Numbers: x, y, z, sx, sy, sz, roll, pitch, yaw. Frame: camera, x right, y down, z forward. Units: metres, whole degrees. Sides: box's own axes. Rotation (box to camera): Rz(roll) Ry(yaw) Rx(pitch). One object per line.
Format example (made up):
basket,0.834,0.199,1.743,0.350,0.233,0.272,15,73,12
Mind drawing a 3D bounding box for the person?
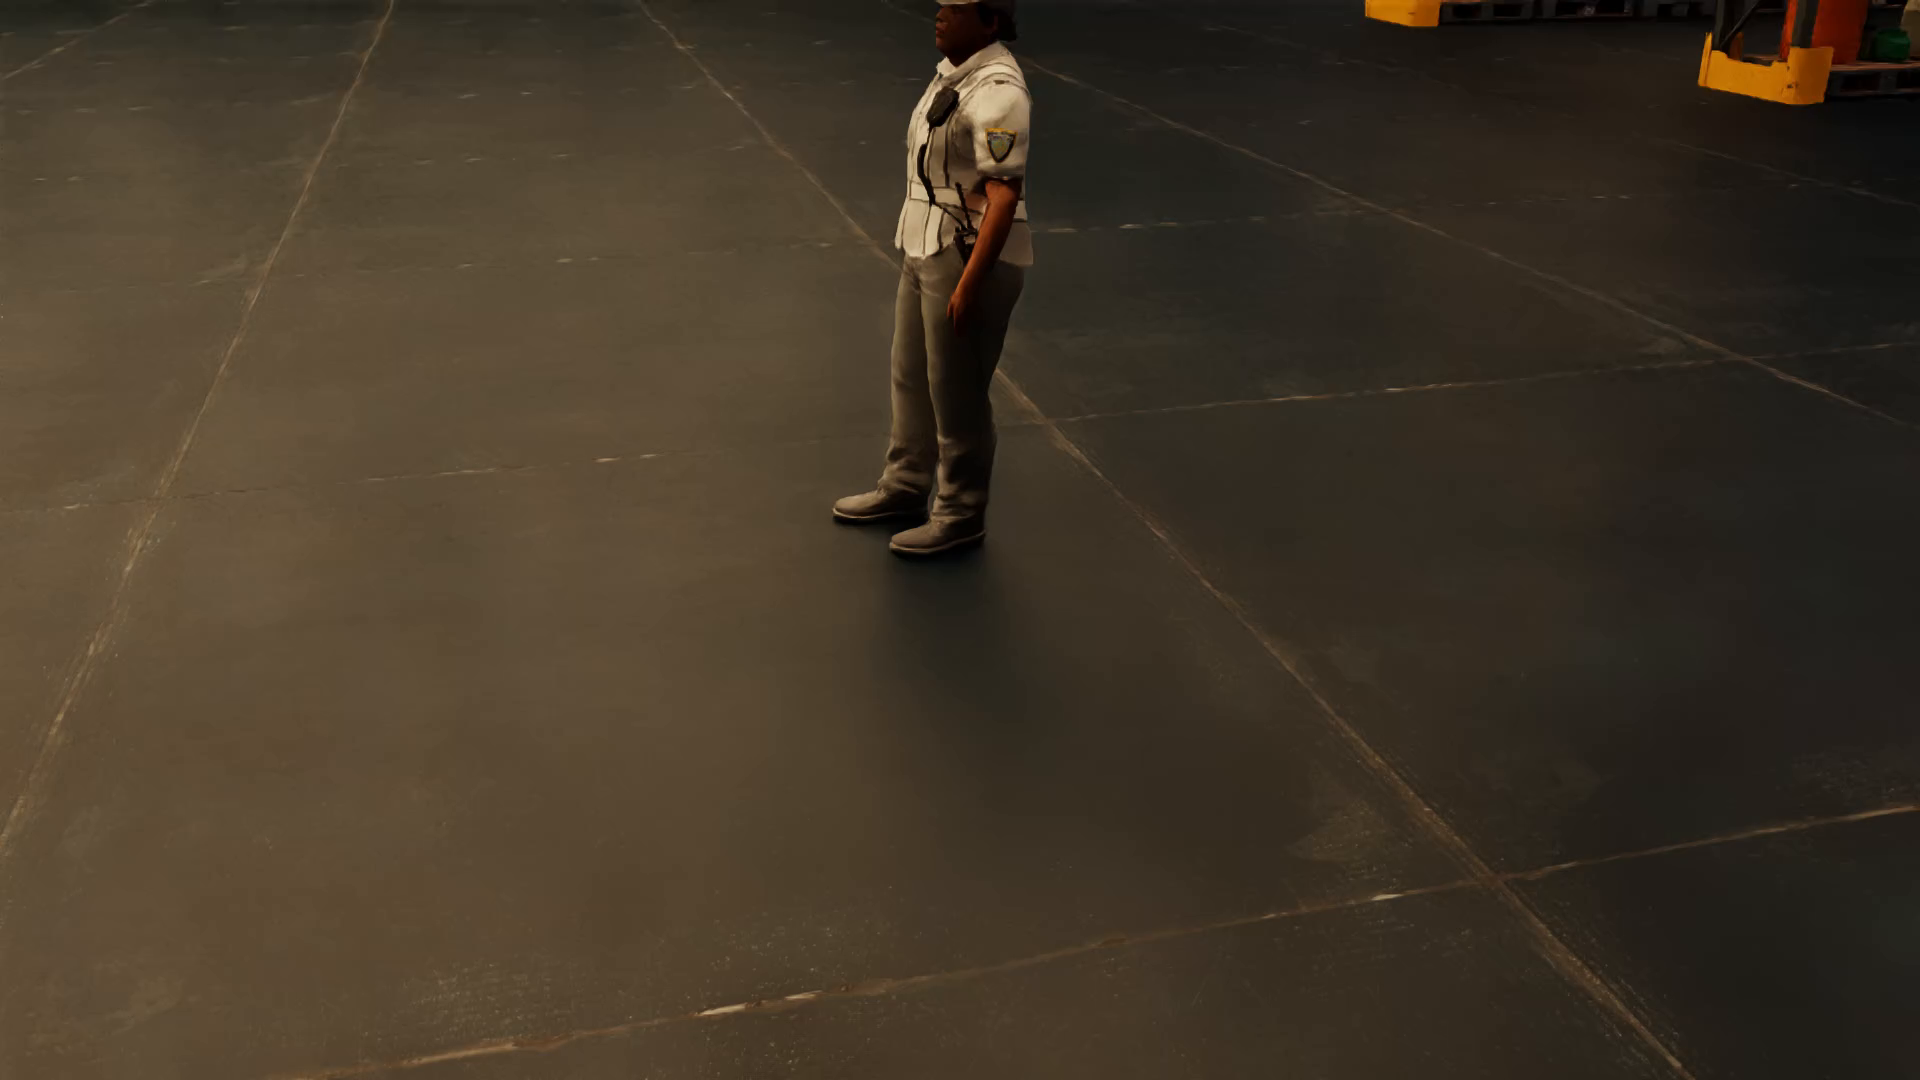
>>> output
person,-0.080,-0.774,4.725,0.529,1.669,0.598,-6,24,-14
